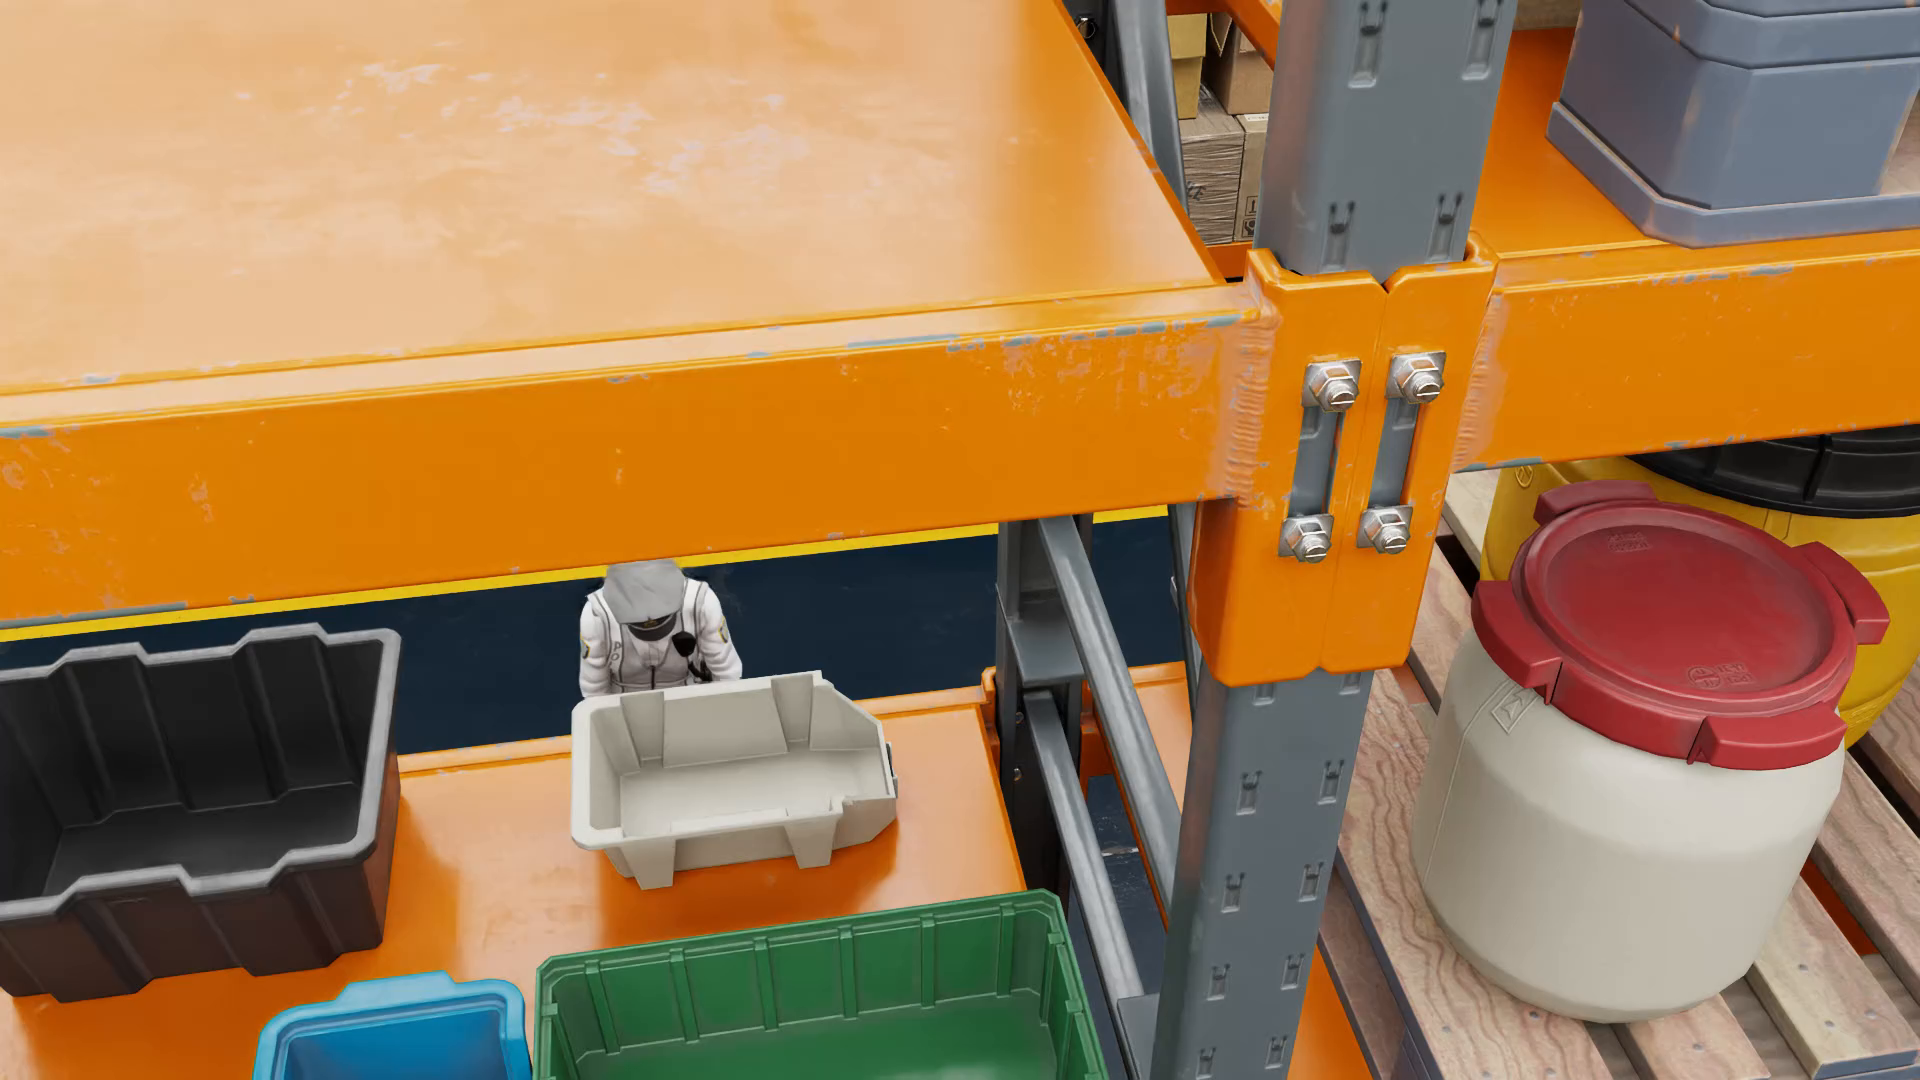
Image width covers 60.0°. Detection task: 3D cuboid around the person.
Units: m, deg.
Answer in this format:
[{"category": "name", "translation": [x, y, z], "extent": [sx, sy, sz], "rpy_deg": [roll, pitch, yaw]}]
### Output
[{"category": "person", "translation": [-0.976, 0.583, 5.554], "extent": [0.526, 1.522, 0.591], "rpy_deg": [-6, 39, -7]}]
